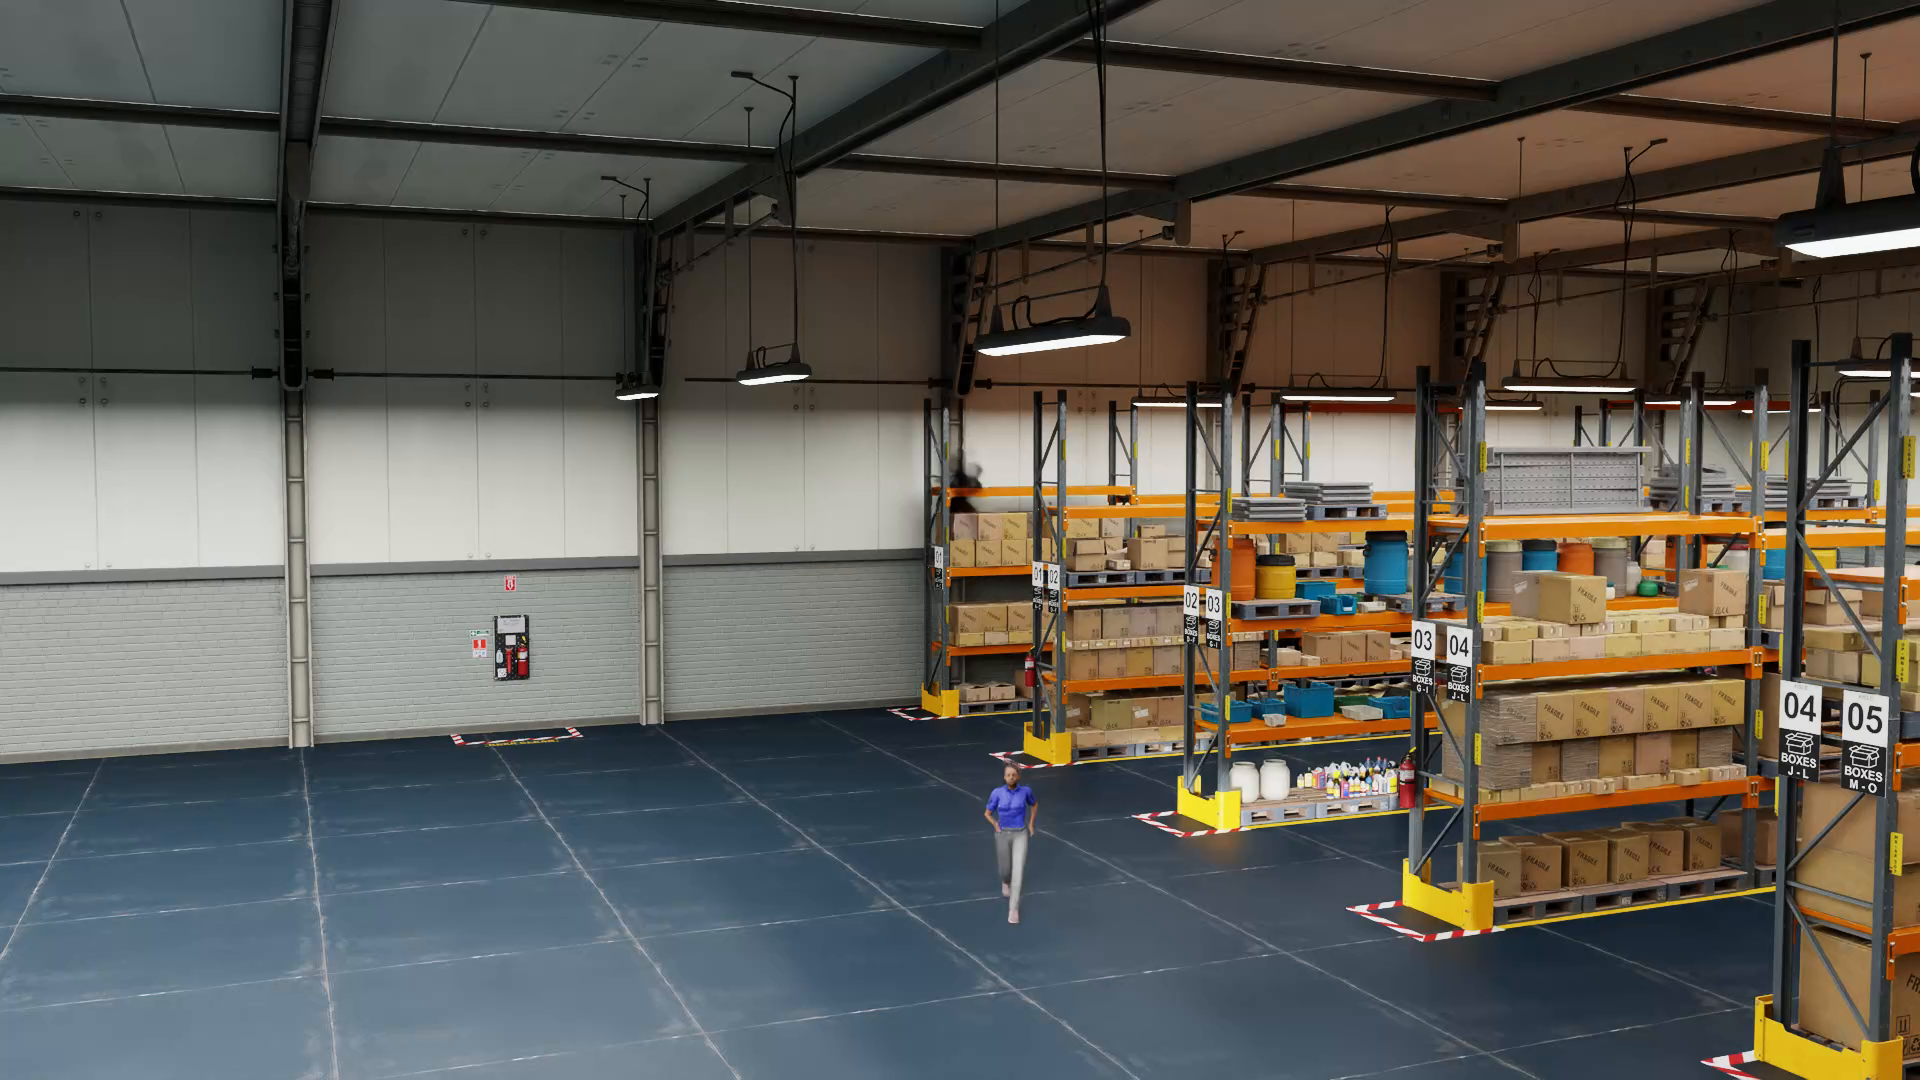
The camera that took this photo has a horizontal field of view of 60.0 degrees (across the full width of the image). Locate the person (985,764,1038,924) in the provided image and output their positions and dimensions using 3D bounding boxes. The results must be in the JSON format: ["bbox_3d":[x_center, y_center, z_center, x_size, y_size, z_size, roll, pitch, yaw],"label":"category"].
[{"bbox_3d":[0.552,3.270,18.189,0.563,1.655,0.882,0,3,2],"label":"person"}]

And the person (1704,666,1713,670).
[{"bbox_3d":[13.613,2.537,29.876,0.592,1.734,0.683,-3,4,-38],"label":"person"}]
